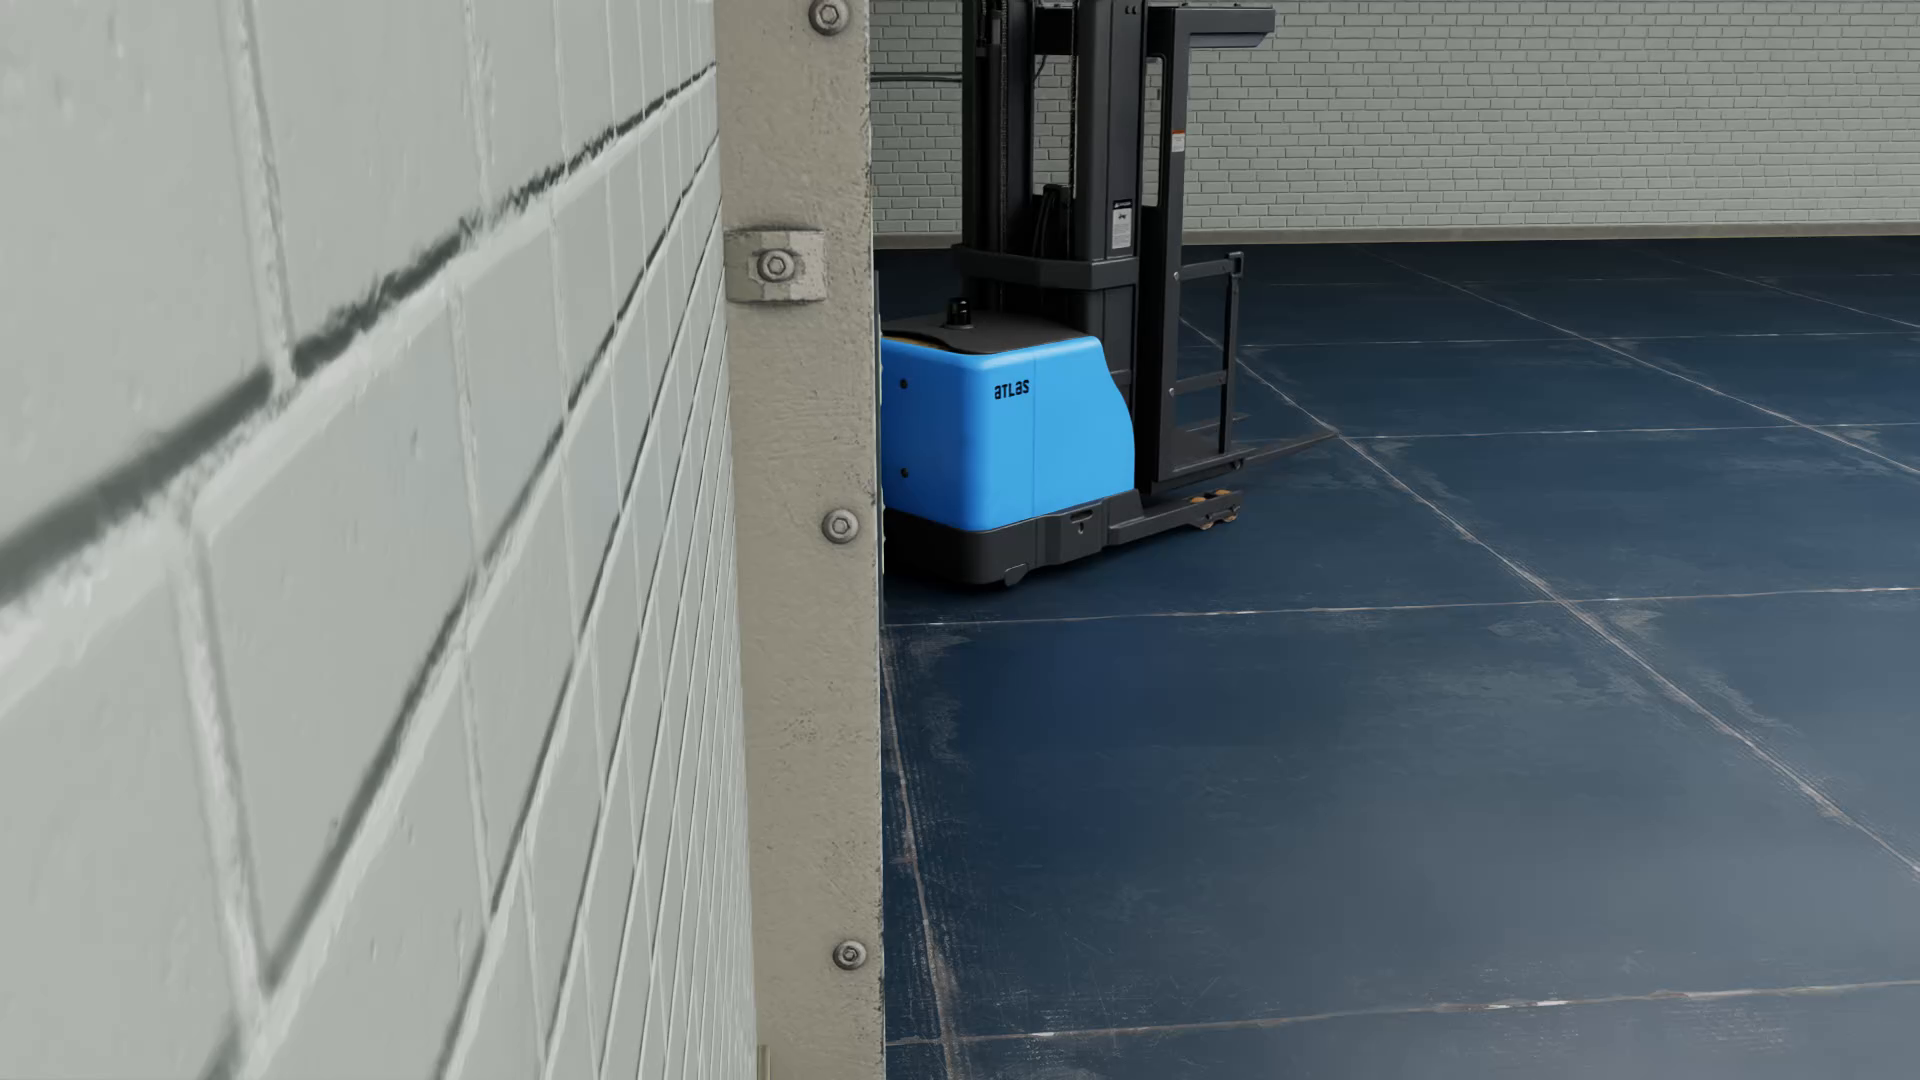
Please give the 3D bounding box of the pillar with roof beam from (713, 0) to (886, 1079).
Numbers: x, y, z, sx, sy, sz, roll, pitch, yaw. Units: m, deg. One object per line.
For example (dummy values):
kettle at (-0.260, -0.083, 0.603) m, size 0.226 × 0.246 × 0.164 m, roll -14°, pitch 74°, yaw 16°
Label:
pillar with roof beam at (3.931, -3.160, 3.220) m, size 9.100 × 9.000 × 0.400 m, roll -2°, pitch 18°, yaw -6°

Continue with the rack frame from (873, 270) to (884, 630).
rack frame at (-0.520, -0.335, 6.736) m, size 0.400 × 1.500 × 0.023 m, roll -2°, pitch 17°, yaw -6°

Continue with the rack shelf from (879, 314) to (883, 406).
rack shelf at (-0.562, -0.816, 6.967) m, size 0.431 × 0.370 × 0.720 m, roll -2°, pitch 17°, yaw -6°

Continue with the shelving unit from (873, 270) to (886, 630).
shelving unit at (-0.562, -0.444, 7.083) m, size 0.431 × 1.500 × 0.755 m, roll -2°, pitch 17°, yaw -6°

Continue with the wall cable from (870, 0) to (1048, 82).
wall cable at (-0.577, -6.040, 17.575) m, size 3.097 × 2.526 × 0.112 m, roll -2°, pitch 18°, yaw -6°

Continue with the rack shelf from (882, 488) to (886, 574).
rack shelf at (-0.562, -0.132, 7.180) m, size 0.431 × 0.370 × 0.720 m, roll -2°, pitch 17°, yaw -6°

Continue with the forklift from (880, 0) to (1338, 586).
forklift at (0.802, -1.548, 8.214) m, size 3.031 × 2.935 × 1.130 m, roll -16°, pitch 23°, yaw -41°
